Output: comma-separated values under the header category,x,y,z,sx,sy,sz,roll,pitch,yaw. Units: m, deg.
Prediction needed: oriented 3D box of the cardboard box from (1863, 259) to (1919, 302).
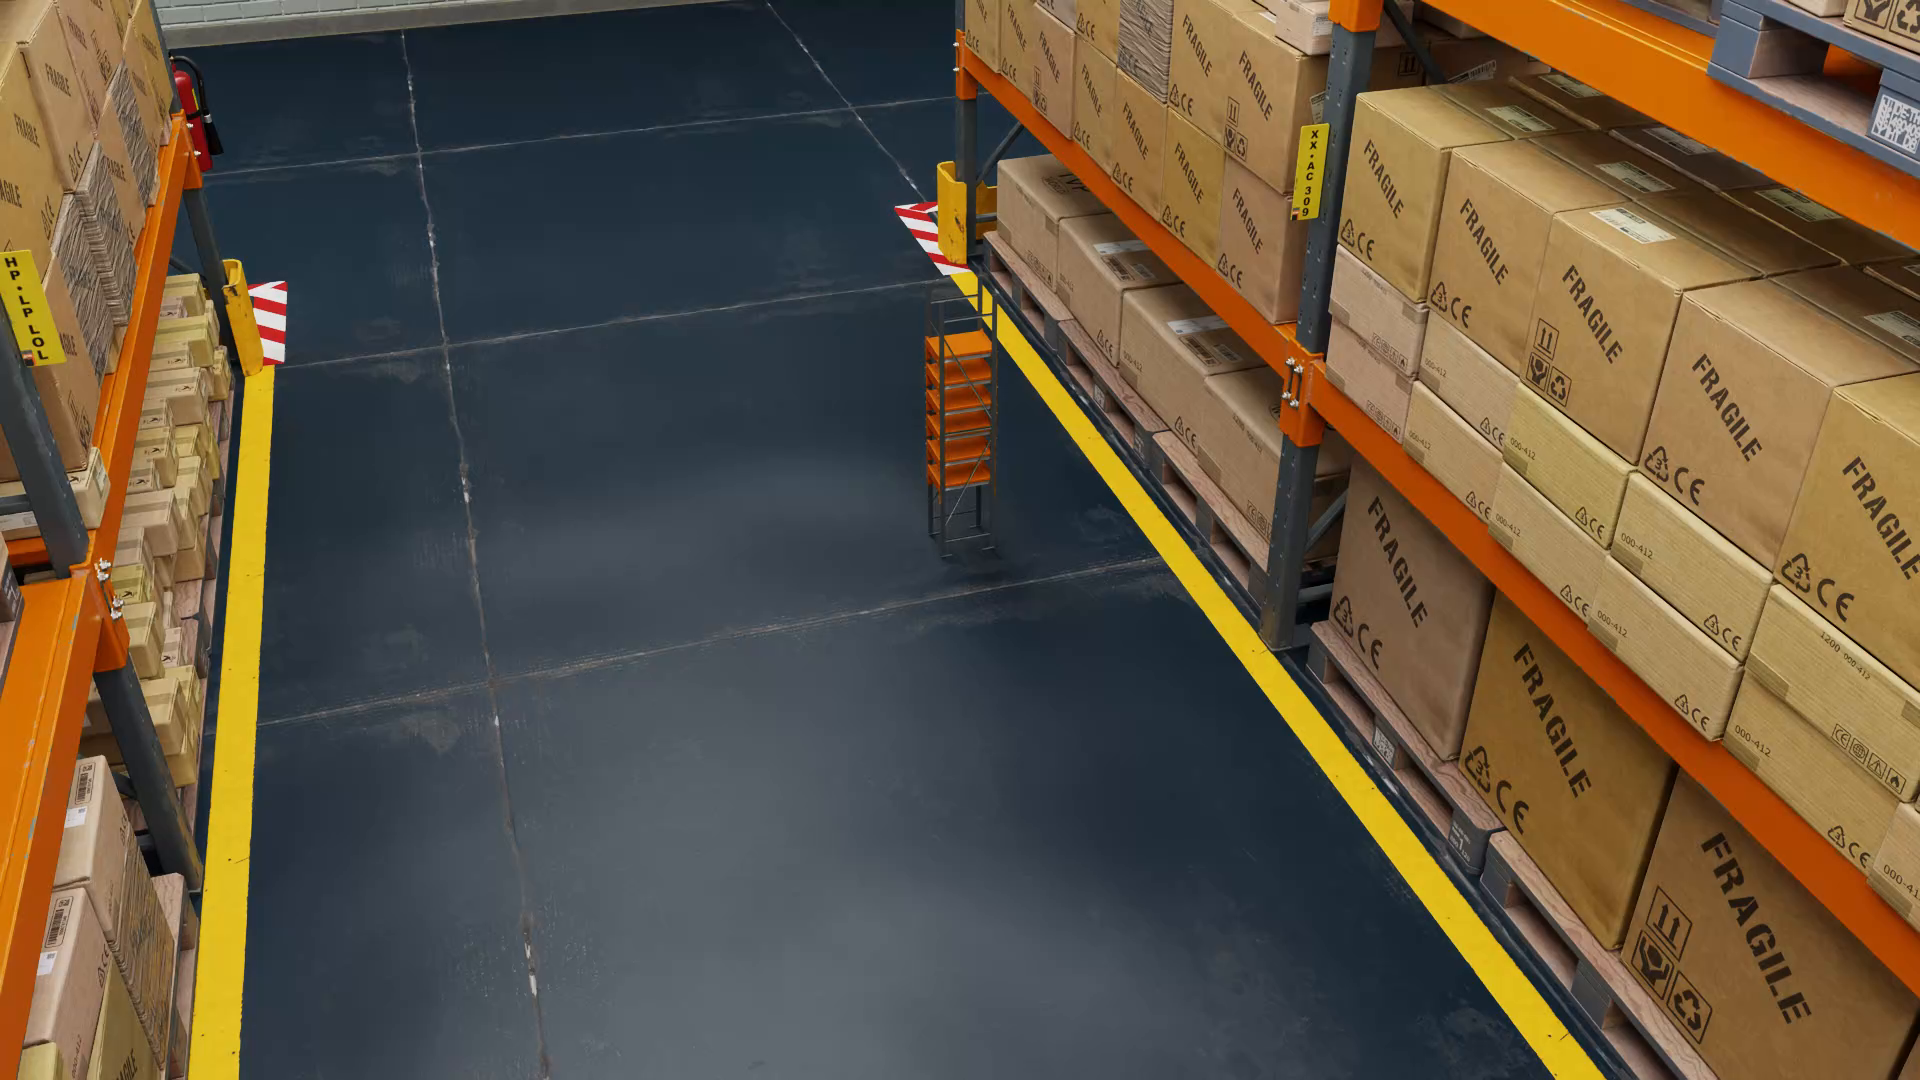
category,x,y,z,sx,sy,sz,roll,pitch,yaw
cardboard box,2.537,-0.375,4.099,0.500,0.500,0.500,-9,35,-14

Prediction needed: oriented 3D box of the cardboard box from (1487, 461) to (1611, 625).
category,x,y,z,sx,sy,sz,roll,pitch,yaw
cardboard box,1.872,-0.036,4.720,0.500,0.250,0.500,-10,35,-15

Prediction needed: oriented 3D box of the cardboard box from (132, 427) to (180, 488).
category,x,y,z,sx,sy,sz,roll,pitch,yaw
cardboard box,-3.355,-0.307,6.659,0.380,0.149,0.250,-10,35,-14

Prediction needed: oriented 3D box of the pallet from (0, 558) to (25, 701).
category,x,y,z,sx,sy,sz,roll,pitch,yaw
pallet,-2.900,0.474,3.986,1.003,0.211,1.213,-10,35,-15

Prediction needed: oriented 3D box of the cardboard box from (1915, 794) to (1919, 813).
category,x,y,z,sx,sy,sz,roll,pitch,yaw
cardboard box,2.359,0.556,3.370,0.500,0.250,0.500,-11,35,-16

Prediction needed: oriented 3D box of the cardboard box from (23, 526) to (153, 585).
category,x,y,z,sx,sy,sz,roll,pitch,yaw
cardboard box,-3.156,0.106,6.034,0.380,0.149,0.250,-11,35,-16

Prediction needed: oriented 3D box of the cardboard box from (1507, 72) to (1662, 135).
category,x,y,z,sx,sy,sz,roll,pitch,yaw
cardboard box,2.064,-1.184,5.324,0.500,0.500,0.500,-9,34,-13

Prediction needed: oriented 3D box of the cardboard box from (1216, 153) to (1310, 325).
category,x,y,z,sx,sy,sz,roll,pitch,yaw
cardboard box,1.303,-1.160,6.194,0.500,0.500,0.500,-10,35,-14

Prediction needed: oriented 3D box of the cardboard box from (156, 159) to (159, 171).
category,x,y,z,sx,sy,sz,roll,pitch,yaw
cardboard box,-3.716,-1.638,7.236,0.380,0.149,0.250,-10,35,-15

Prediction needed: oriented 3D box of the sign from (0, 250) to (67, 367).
category,x,y,z,sx,sy,sz,roll,pitch,yaw
sign,-2.467,-0.610,4.403,0.100,0.325,0.005,-10,35,-15

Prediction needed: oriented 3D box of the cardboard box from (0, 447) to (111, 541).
category,x,y,z,sx,sy,sz,roll,pitch,yaw
cardboard box,-2.770,-0.131,4.955,0.380,0.149,0.250,-9,34,-13

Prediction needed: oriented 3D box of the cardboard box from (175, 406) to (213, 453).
category,x,y,z,sx,sy,sz,roll,pitch,yaw
cardboard box,-3.452,-0.471,7.177,0.380,0.149,0.250,-10,35,-14

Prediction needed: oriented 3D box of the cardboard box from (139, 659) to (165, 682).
category,x,y,z,sx,sy,sz,roll,pitch,yaw
cardboard box,-2.963,0.496,5.714,0.380,0.149,0.250,-10,35,-14

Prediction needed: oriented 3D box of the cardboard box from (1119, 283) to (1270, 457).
category,x,y,z,sx,sy,sz,roll,pitch,yaw
cardboard box,1.325,-0.842,7.746,0.875,0.438,0.875,-11,35,-16

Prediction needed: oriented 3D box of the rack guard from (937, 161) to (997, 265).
category,x,y,z,sx,sy,sz,roll,pitch,yaw
rack guard,0.461,-1.987,9.804,1.175,0.500,0.348,-10,35,-15

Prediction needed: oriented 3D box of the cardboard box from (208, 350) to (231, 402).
category,x,y,z,sx,sy,sz,roll,pitch,yaw
cardboard box,-3.681,-0.759,7.882,0.380,0.149,0.250,-9,35,-13

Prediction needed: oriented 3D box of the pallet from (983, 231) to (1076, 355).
category,x,y,z,sx,sy,sz,roll,pitch,yaw
pallet,0.787,-1.448,9.249,1.003,0.211,1.213,-10,35,-15

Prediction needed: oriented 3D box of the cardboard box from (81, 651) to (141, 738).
category,x,y,z,sx,sy,sz,roll,pitch,yaw
cardboard box,-2.903,0.518,5.410,0.380,0.149,0.250,-9,34,-13

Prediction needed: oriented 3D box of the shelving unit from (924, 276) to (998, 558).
category,x,y,z,sx,sy,sz,roll,pitch,yaw
shelving unit,0.004,-0.493,6.908,0.258,1.200,0.189,-10,35,-15

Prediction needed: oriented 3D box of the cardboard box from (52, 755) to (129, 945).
category,x,y,z,sx,sy,sz,roll,pitch,yaw
cardboard box,-2.527,0.871,4.417,0.500,0.250,0.500,-11,35,-16

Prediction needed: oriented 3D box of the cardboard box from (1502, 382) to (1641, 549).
category,x,y,z,sx,sy,sz,roll,pitch,yaw
cardboard box,1.868,-0.247,4.585,0.500,0.250,0.500,-10,35,-14

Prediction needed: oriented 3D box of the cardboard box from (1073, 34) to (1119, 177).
category,x,y,z,sx,sy,sz,roll,pitch,yaw
cardboard box,0.829,-1.968,7.417,0.500,0.500,0.500,-9,34,-13

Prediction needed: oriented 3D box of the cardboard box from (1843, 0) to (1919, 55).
category,x,y,z,sx,sy,sz,roll,pitch,yaw
cardboard box,2.095,-1.163,3.096,0.500,0.500,0.500,-10,35,-14

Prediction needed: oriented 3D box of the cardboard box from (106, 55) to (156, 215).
category,x,y,z,sx,sy,sz,roll,pitch,yaw
cardboard box,-3.517,-1.570,6.544,0.500,0.500,0.500,-10,35,-15

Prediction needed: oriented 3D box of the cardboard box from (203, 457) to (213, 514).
category,x,y,z,sx,sy,sz,roll,pitch,yaw
cardboard box,-3.393,-0.208,7.049,0.380,0.149,0.250,-9,35,-14

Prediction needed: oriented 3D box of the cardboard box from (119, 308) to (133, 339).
category,x,y,z,sx,sy,sz,roll,pitch,yaw
cardboard box,-3.218,-0.814,5.989,0.380,0.149,0.250,-9,34,-13

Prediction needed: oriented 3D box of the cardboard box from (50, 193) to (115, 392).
category,x,y,z,sx,sy,sz,roll,pitch,yaw
cardboard box,-3.064,-0.759,5.317,0.500,0.500,0.500,-10,35,-15

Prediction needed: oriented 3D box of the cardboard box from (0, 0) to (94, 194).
category,x,y,z,sx,sy,sz,roll,pitch,yaw
cardboard box,-3.197,-1.432,5.429,0.500,0.500,0.500,-9,35,-14

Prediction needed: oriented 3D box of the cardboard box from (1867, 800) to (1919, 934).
category,x,y,z,sx,sy,sz,roll,pitch,yaw
cardboard box,2.336,0.758,3.519,0.500,0.250,0.500,-9,35,-14

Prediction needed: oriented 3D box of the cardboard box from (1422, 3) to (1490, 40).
category,x,y,z,sx,sy,sz,roll,pitch,yaw
cardboard box,1.839,-1.857,5.753,0.380,0.149,0.250,-11,35,-15

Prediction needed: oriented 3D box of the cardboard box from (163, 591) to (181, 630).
category,x,y,z,sx,sy,sz,roll,pitch,yaw
cardboard box,-3.132,0.350,6.204,0.380,0.149,0.250,-11,35,-16

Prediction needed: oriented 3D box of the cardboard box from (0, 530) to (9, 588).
category,x,y,z,sx,sy,sz,roll,pitch,yaw
cardboard box,-2.685,0.073,4.266,0.380,0.149,0.250,-11,35,-16

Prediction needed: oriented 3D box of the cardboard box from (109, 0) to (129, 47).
category,x,y,z,sx,sy,sz,roll,pitch,yaw
cardboard box,-3.684,-2.251,6.668,0.500,0.500,0.500,-11,35,-16

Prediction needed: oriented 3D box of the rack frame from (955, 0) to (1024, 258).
category,x,y,z,sx,sy,sz,roll,pitch,yaw
rack frame,0.468,-3.018,9.096,1.000,3.000,0.127,-10,35,-15

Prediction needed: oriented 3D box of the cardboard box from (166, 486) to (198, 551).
category,x,y,z,sx,sy,sz,roll,pitch,yaw
cardboard box,-3.230,-0.060,6.554,0.380,0.149,0.250,-10,35,-15

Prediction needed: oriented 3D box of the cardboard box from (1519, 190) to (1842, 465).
category,x,y,z,sx,sy,sz,roll,pitch,yaw
cardboard box,1.881,-0.571,4.396,0.500,0.500,0.500,-11,35,-16

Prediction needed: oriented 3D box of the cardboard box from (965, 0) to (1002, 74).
category,x,y,z,sx,sy,sz,roll,pitch,yaw
cardboard box,0.341,-2.759,8.614,0.500,0.500,0.500,-10,35,-15

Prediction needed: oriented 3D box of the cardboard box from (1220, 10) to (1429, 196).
category,x,y,z,sx,sy,sz,roll,pitch,yaw
cardboard box,1.281,-1.578,5.919,0.500,0.500,0.500,-10,35,-15

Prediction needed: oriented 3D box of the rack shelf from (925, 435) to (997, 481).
category,x,y,z,sx,sy,sz,roll,pitch,yaw
rack shelf,0.004,-0.356,6.998,0.258,0.103,0.180,-10,35,-15

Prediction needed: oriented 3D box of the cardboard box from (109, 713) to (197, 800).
category,x,y,z,sx,sy,sz,roll,pitch,yaw
cardboard box,-2.800,0.737,5.619,0.380,0.149,0.250,-12,35,-17

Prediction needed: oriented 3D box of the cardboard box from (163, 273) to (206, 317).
category,x,y,z,sx,sy,sz,roll,pitch,yaw
cardboard box,-3.812,-1.131,7.906,0.380,0.149,0.250,-10,35,-14

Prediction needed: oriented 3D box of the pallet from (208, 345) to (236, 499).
category,x,y,z,sx,sy,sz,roll,pitch,yaw
pallet,-3.978,-0.497,7.810,1.003,0.211,1.213,-10,35,-15

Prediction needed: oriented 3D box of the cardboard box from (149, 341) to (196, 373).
category,x,y,z,sx,sy,sz,roll,pitch,yaw
cardboard box,-3.572,-0.728,7.296,0.380,0.149,0.250,-11,35,-17

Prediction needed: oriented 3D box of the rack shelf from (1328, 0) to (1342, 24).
category,x,y,z,sx,sy,sz,roll,pitch,yaw
rack shelf,1.078,-2.919,6.878,1.077,0.370,4.000,-10,35,-15

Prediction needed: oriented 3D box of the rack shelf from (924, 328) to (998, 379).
category,x,y,z,sx,sy,sz,roll,pitch,yaw
rack shelf,0.004,-0.756,6.734,0.258,0.103,0.180,-10,35,-15

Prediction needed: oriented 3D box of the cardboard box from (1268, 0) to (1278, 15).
category,x,y,z,sx,sy,sz,roll,pitch,yaw
cardboard box,1.314,-1.912,5.837,0.380,0.149,0.250,-9,35,-14

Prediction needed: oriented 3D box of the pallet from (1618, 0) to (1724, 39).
category,x,y,z,sx,sy,sz,roll,pitch,yaw
pallet,2.015,-1.616,4.428,0.805,0.209,1.217,-11,35,-17

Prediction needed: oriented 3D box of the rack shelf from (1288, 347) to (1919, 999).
category,x,y,z,sx,sy,sz,roll,pitch,yaw
rack shelf,2.298,0.433,4.527,1.077,0.370,4.000,-10,35,-15

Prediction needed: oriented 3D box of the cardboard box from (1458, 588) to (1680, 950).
category,x,y,z,sx,sy,sz,roll,pitch,yaw
cardboard box,2.237,0.579,5.200,0.875,0.875,0.875,-9,35,-13

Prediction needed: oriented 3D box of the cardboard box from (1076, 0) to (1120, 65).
category,x,y,z,sx,sy,sz,roll,pitch,yaw
cardboard box,0.825,-2.376,7.127,0.500,0.500,0.500,-10,35,-15
